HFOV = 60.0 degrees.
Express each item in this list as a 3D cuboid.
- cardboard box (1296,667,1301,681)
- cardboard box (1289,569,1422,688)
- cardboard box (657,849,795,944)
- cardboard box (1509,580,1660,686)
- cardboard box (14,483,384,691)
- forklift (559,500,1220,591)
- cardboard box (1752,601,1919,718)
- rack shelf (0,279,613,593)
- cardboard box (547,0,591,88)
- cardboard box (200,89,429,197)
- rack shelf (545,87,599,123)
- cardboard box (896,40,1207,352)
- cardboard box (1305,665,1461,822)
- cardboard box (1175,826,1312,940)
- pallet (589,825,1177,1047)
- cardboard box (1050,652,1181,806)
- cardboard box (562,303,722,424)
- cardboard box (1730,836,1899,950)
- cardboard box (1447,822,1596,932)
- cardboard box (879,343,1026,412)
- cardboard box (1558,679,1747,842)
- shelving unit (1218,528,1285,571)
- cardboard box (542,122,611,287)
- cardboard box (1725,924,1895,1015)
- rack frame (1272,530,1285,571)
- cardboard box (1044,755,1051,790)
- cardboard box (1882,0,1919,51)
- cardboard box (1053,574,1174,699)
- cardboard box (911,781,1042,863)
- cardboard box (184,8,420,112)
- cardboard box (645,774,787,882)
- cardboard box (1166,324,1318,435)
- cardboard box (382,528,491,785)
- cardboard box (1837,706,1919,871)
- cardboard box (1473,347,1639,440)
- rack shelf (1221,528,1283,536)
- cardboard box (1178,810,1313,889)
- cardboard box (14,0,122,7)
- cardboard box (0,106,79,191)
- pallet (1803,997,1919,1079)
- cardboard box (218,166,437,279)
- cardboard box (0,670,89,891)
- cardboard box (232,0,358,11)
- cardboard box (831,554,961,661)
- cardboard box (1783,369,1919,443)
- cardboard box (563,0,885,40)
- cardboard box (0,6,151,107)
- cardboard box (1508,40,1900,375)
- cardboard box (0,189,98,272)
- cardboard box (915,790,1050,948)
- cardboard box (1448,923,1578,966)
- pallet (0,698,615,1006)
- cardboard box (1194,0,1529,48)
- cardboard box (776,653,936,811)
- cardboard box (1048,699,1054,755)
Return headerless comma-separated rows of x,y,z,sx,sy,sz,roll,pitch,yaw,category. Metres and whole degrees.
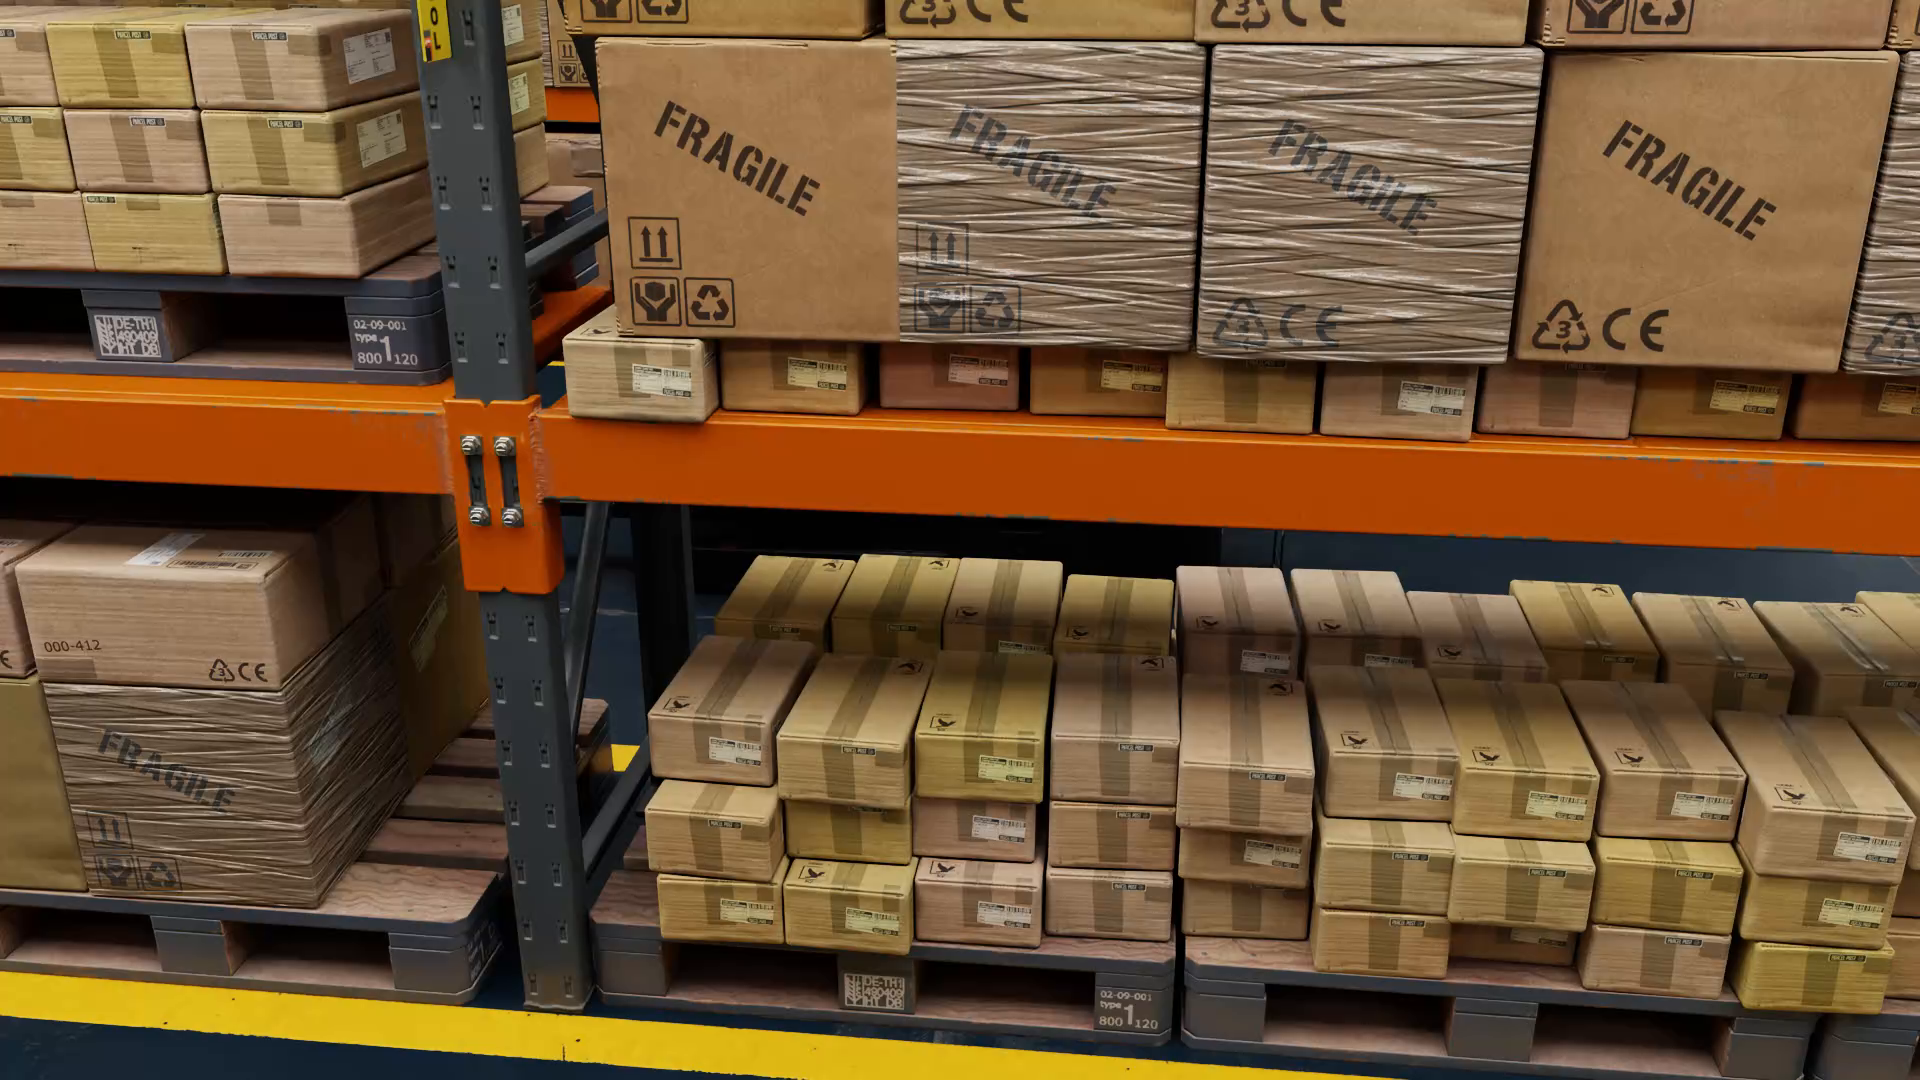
0.860,0.376,3.810,0.250,0.149,0.380,1,22,4,cardboard box
0.902,0.209,3.829,0.250,0.149,0.380,2,22,4,cardboard box
-0.462,0.668,3.476,0.250,0.149,0.380,2,22,4,cardboard box
1.397,0.235,3.762,0.250,0.149,0.380,3,22,7,cardboard box
-1.555,0.083,3.458,0.500,0.250,0.500,2,22,5,cardboard box
-0.627,-1.384,5.454,3.031,2.935,1.130,2,22,5,forklift
1.927,0.279,3.652,0.250,0.149,0.380,1,22,4,cardboard box
-2.772,-0.347,3.716,4.000,0.370,1.077,2,22,6,rack shelf
-1.608,-2.413,7.827,0.500,0.500,0.500,2,22,6,cardboard box
-1.204,-0.757,3.141,0.250,0.149,0.380,3,22,8,cardboard box
-2.087,-2.154,8.286,4.000,0.370,1.077,2,22,6,rack shelf
0.169,-0.648,2.958,0.500,0.500,0.500,2,22,6,cardboard box
0.841,0.401,3.342,0.250,0.149,0.380,2,22,4,cardboard box
0.585,0.663,3.488,0.250,0.149,0.380,2,22,4,cardboard box
-0.114,0.718,3.837,1.213,0.211,1.003,2,22,6,pallet
0.317,0.379,3.399,0.250,0.149,0.380,2,22,5,cardboard box
-0.543,-0.347,3.078,0.250,0.149,0.380,3,22,8,cardboard box
1.597,0.612,3.214,0.250,0.149,0.380,3,22,7,cardboard box
1.068,0.592,3.264,0.250,0.149,0.380,3,22,7,cardboard box
-0.006,-0.370,3.138,0.250,0.149,0.380,2,22,4,cardboard box
1.345,0.427,3.277,0.250,0.149,0.380,2,22,4,cardboard box
0.967,-0.296,5.464,0.210,0.900,0.258,2,22,5,shelving unit
-1.627,-1.668,8.397,0.875,0.875,1.225,2,22,4,cardboard box
1.613,0.751,3.267,0.250,0.149,0.380,2,22,4,cardboard box
1.069,-0.292,5.455,0.006,0.900,0.240,2,22,5,rack frame
0.162,0.458,4.009,0.250,0.149,0.380,2,22,5,cardboard box
1.682,-1.042,2.595,0.500,0.500,0.500,4,22,9,cardboard box
0.353,0.224,3.792,0.250,0.149,0.380,3,22,8,cardboard box
0.045,0.505,3.484,0.250,0.149,0.380,2,22,6,cardboard box
-1.207,-0.896,3.088,0.250,0.149,0.380,3,22,9,cardboard box
-0.463,0.530,3.422,0.250,0.149,0.380,3,22,9,cardboard box
0.506,-0.321,3.015,0.250,0.149,0.380,3,22,7,cardboard box
-1.488,0.243,4.073,0.500,0.500,0.500,3,22,8,cardboard box
1.867,0.470,3.167,0.250,0.149,0.380,2,22,4,cardboard box
1.043,-0.313,2.993,0.250,0.149,0.380,3,22,8,cardboard box
0.967,-0.097,5.542,0.200,0.077,0.258,2,22,5,rack shelf
0.583,0.538,3.400,0.250,0.149,0.380,4,22,9,cardboard box
-1.902,-1.169,3.778,0.250,0.149,0.380,2,22,6,cardboard box
-1.712,-0.780,3.198,0.250,0.149,0.380,3,22,9,cardboard box
2.309,0.823,3.570,1.213,0.211,1.003,2,22,6,pallet
-1.203,-0.618,3.195,0.250,0.149,0.380,2,22,5,cardboard box
-2.059,0.410,3.652,0.500,0.500,0.500,2,22,5,cardboard box
-1.400,-1.145,3.718,0.250,0.149,0.380,3,22,8,cardboard box
-0.143,0.176,3.913,0.250,0.149,0.380,3,22,7,cardboard box
1.561,-0.304,2.971,0.250,0.149,0.380,2,22,4,cardboard box
-0.366,-1.136,2.834,0.500,0.500,0.500,3,22,8,cardboard box
-1.730,-0.920,3.147,0.250,0.149,0.380,2,22,5,cardboard box
1.201,-0.600,2.838,0.500,0.500,0.500,4,22,9,cardboard box
-1.708,-0.641,3.252,0.250,0.149,0.380,2,22,6,cardboard box
0.056,0.672,3.467,0.250,0.149,0.380,2,22,6,cardboard box
1.101,0.693,3.413,0.250,0.149,0.380,3,22,8,cardboard box
-1.559,0.669,3.962,1.213,0.211,1.003,2,22,6,pallet
0.647,-1.086,2.708,0.500,0.500,0.500,3,22,7,cardboard box
-0.201,0.383,3.389,0.250,0.149,0.380,4,22,9,cardboard box
0.341,0.354,3.867,0.250,0.149,0.380,3,22,7,cardboard box
